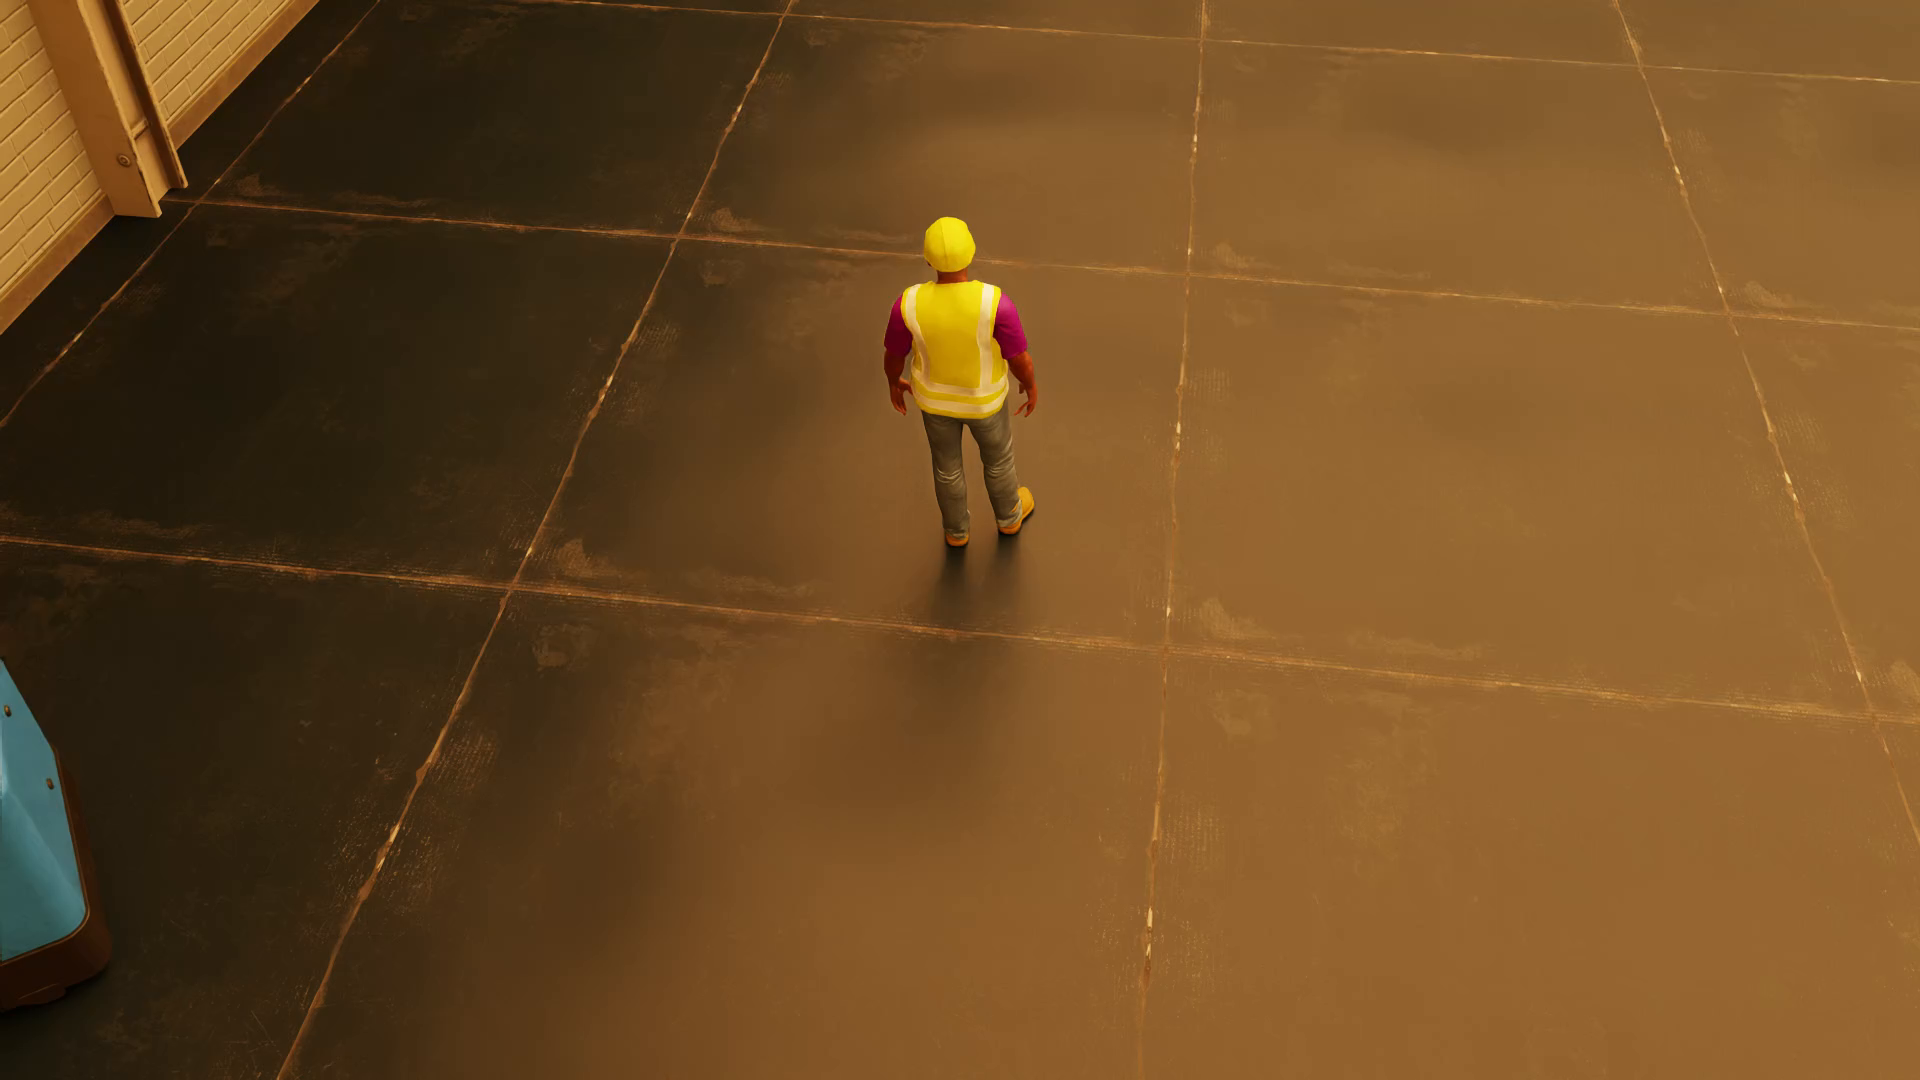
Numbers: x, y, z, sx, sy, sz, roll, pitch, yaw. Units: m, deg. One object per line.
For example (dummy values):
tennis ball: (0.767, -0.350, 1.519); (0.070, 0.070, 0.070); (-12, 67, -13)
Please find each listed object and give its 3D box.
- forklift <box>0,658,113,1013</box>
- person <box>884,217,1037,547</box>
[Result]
forklift: (-4.662, 0.727, 4.933); (3.031, 2.935, 1.130); (-21, 46, -21)
person: (0.015, -0.702, 7.338); (0.665, 1.765, 0.577); (5, 43, 6)
